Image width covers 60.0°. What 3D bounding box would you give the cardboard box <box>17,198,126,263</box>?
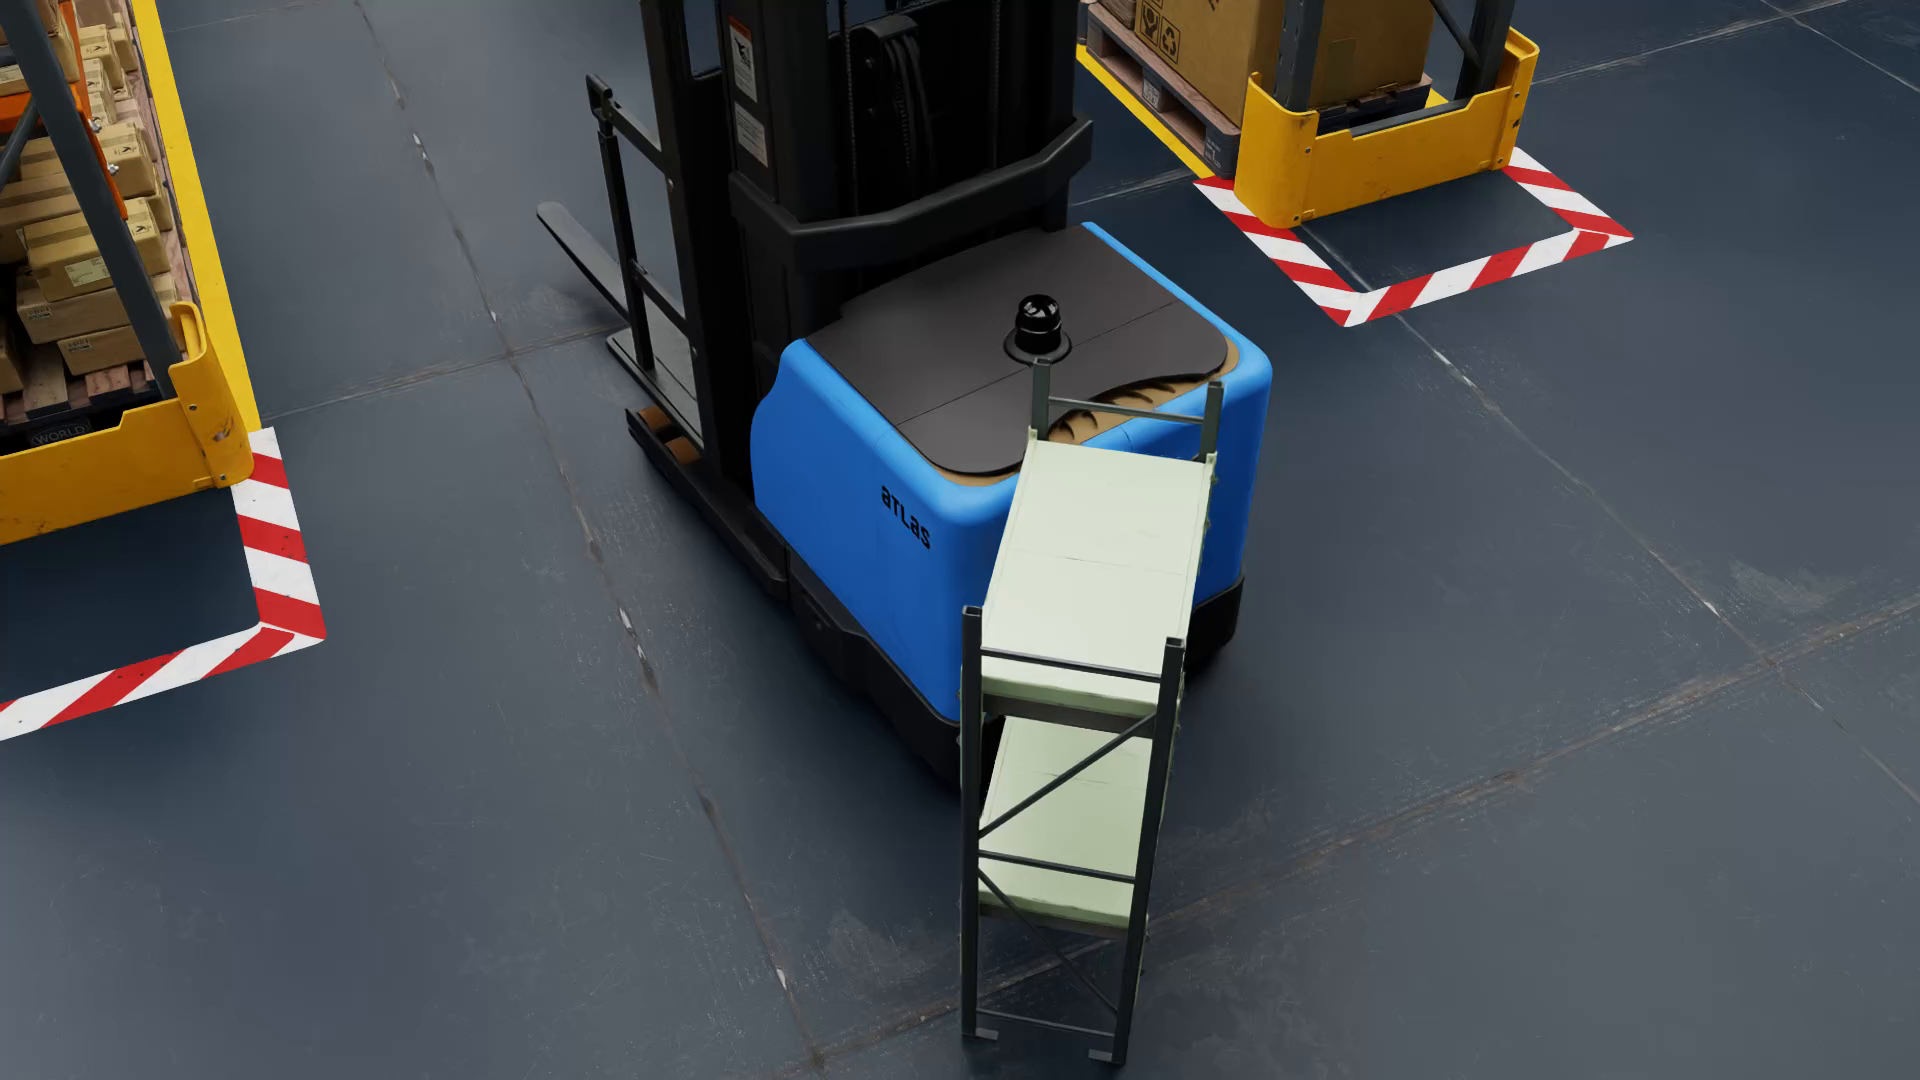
[{"bbox_3d":[-3.111,-1.131,5.779,0.380,0.149,0.250,-17,47,-17],"label":"cardboard box"}]

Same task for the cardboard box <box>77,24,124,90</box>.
[{"bbox_3d":[-3.360,-1.773,6.218,0.380,0.149,0.250,-17,47,-17],"label":"cardboard box"}]

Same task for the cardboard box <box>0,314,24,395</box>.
[{"bbox_3d":[-3.287,-0.568,5.421,0.380,0.149,0.250,-17,47,-17],"label":"cardboard box"}]

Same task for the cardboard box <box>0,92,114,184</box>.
[{"bbox_3d":[-3.183,-1.412,5.853,0.380,0.149,0.250,-20,48,-19],"label":"cardboard box"}]

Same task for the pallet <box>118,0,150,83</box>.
[{"bbox_3d":[-4.244,-2.298,7.429,1.003,0.211,1.213,-18,47,-17],"label":"pallet"}]

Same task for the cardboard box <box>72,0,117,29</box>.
[{"bbox_3d":[-3.558,-2.095,6.545,0.380,0.149,0.250,-20,48,-19],"label":"cardboard box"}]

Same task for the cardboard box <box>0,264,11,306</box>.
[{"bbox_3d":[-3.520,-0.896,5.753,0.380,0.149,0.250,-18,47,-18],"label":"cardboard box"}]

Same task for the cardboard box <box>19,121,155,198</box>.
[{"bbox_3d":[-3.003,-1.279,5.717,0.380,0.149,0.250,-18,47,-18],"label":"cardboard box"}]

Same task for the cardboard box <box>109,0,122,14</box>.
[{"bbox_3d":[-3.881,-2.354,7.231,0.380,0.149,0.250,-20,48,-19],"label":"cardboard box"}]

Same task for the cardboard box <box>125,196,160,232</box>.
[{"bbox_3d":[-2.928,-1.001,5.648,0.380,0.149,0.250,-18,47,-18],"label":"cardboard box"}]

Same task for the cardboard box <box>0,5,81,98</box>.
[{"bbox_3d":[-2.715,-1.373,4.685,0.380,0.149,0.250,-18,48,-18],"label":"cardboard box"}]

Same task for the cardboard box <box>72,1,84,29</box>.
[{"bbox_3d":[-3.553,-1.905,6.352,0.380,0.149,0.250,-18,47,-17],"label":"cardboard box"}]

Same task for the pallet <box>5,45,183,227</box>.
[{"bbox_3d":[-3.727,-1.520,6.640,1.003,0.211,1.213,-18,47,-17],"label":"pallet"}]

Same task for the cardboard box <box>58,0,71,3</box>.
[{"bbox_3d":[-2.925,-1.710,5.027,0.380,0.149,0.250,-19,48,-19],"label":"cardboard box"}]

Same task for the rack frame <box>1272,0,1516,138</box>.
[{"bbox_3d":[1.666,-2.560,5.709,1.000,3.000,0.127,-18,47,-17],"label":"rack frame"}]

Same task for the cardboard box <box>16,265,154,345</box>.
[{"bbox_3d":[-2.864,-0.810,5.454,0.380,0.149,0.250,-16,47,-16],"label":"cardboard box"}]

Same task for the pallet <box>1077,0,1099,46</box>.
[{"bbox_3d":[0.750,-2.830,7.968,1.003,0.211,1.213,-18,47,-17],"label":"pallet"}]

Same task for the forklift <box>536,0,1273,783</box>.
[{"bbox_3d":[-0.443,-1.389,4.571,1.130,2.935,3.031,-26,50,-24],"label":"forklift"}]

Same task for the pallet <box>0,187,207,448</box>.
[{"bbox_3d":[-3.218,-0.743,5.853,1.003,0.211,1.213,-18,47,-17],"label":"pallet"}]

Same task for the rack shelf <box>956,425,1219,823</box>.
[{"bbox_3d":[0.276,0.158,3.466,0.431,0.370,0.720,8,45,8],"label":"rack shelf"}]

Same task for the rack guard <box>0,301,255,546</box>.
[{"bbox_3d":[-2.909,-0.318,5.216,1.175,0.500,0.348,-18,47,-17],"label":"rack guard"}]

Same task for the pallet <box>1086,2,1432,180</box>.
[{"bbox_3d":[1.259,-2.054,7.181,1.003,0.211,1.213,-18,47,-17],"label":"pallet"}]

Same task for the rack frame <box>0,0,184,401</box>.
[{"bbox_3d":[-2.877,-1.159,4.289,1.000,3.000,0.127,-18,47,-17],"label":"rack frame"}]

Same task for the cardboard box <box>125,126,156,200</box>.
[{"bbox_3d":[-3.121,-1.326,5.977,0.380,0.149,0.250,-17,47,-16],"label":"cardboard box"}]

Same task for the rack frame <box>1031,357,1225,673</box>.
[{"bbox_3d":[0.352,0.184,3.995,0.400,1.500,0.023,8,45,8],"label":"rack frame"}]

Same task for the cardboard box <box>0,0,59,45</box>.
[{"bbox_3d":[-2.815,-1.668,4.522,0.500,0.500,0.500,-16,47,-16],"label":"cardboard box"}]

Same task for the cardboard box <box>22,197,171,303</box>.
[{"bbox_3d":[-2.789,-0.940,5.374,0.380,0.149,0.250,-20,48,-19],"label":"cardboard box"}]

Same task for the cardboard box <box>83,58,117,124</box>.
[{"bbox_3d":[-3.291,-1.592,6.035,0.380,0.149,0.250,-16,47,-16],"label":"cardboard box"}]

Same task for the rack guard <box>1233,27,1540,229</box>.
[{"bbox_3d":[1.676,-1.655,6.571,1.175,0.500,0.348,-18,47,-17],"label":"rack guard"}]

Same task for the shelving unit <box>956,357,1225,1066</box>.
[{"bbox_3d":[0.276,0.436,3.740,0.431,1.500,0.755,8,45,8],"label":"shelving unit"}]

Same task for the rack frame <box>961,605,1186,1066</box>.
[{"bbox_3d":[0.201,0.687,3.486,0.400,1.500,0.023,8,45,8],"label":"rack frame"}]

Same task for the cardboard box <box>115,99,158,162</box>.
[{"bbox_3d":[-3.329,-1.535,6.401,0.380,0.149,0.250,-20,48,-19],"label":"cardboard box"}]

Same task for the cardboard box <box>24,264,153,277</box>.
[{"bbox_3d":[-2.991,-0.865,5.722,0.380,0.149,0.250,-18,47,-18],"label":"cardboard box"}]

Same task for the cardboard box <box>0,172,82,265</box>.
[{"bbox_3d":[-3.014,-1.080,5.516,0.380,0.149,0.250,-17,47,-17],"label":"cardboard box"}]

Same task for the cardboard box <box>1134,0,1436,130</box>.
[{"bbox_3d":[1.324,-2.337,6.697,0.875,0.875,0.875,-18,47,-17],"label":"cardboard box"}]

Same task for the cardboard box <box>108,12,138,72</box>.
[{"bbox_3d":[-3.649,-2.034,6.907,0.380,0.149,0.250,-18,47,-17],"label":"cardboard box"}]

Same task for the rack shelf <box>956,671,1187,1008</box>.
[{"bbox_3d":[0.276,0.668,3.969,0.431,0.370,0.720,8,45,8],"label":"rack shelf"}]

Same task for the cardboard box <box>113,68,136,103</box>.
[{"bbox_3d":[-3.469,-1.704,6.572,0.380,0.149,0.250,-18,47,-17],"label":"cardboard box"}]

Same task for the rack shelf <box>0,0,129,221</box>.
[{"bbox_3d":[-3.718,-2.178,5.834,1.077,0.370,4.000,-18,47,-17],"label":"rack shelf"}]

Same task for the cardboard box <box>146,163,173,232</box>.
[{"bbox_3d":[-3.110,-1.217,6.078,0.380,0.149,0.250,-17,47,-17],"label":"cardboard box"}]

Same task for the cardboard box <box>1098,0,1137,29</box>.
[{"bbox_3d":[0.942,-2.917,7.284,0.875,0.875,0.875,-18,47,-17],"label":"cardboard box"}]

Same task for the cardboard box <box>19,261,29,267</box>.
[{"bbox_3d":[-3.101,-1.021,5.880,0.380,0.149,0.250,-18,47,-17],"label":"cardboard box"}]

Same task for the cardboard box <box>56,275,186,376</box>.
[{"bbox_3d":[-2.806,-0.722,5.577,0.380,0.149,0.250,-17,47,-17],"label":"cardboard box"}]
